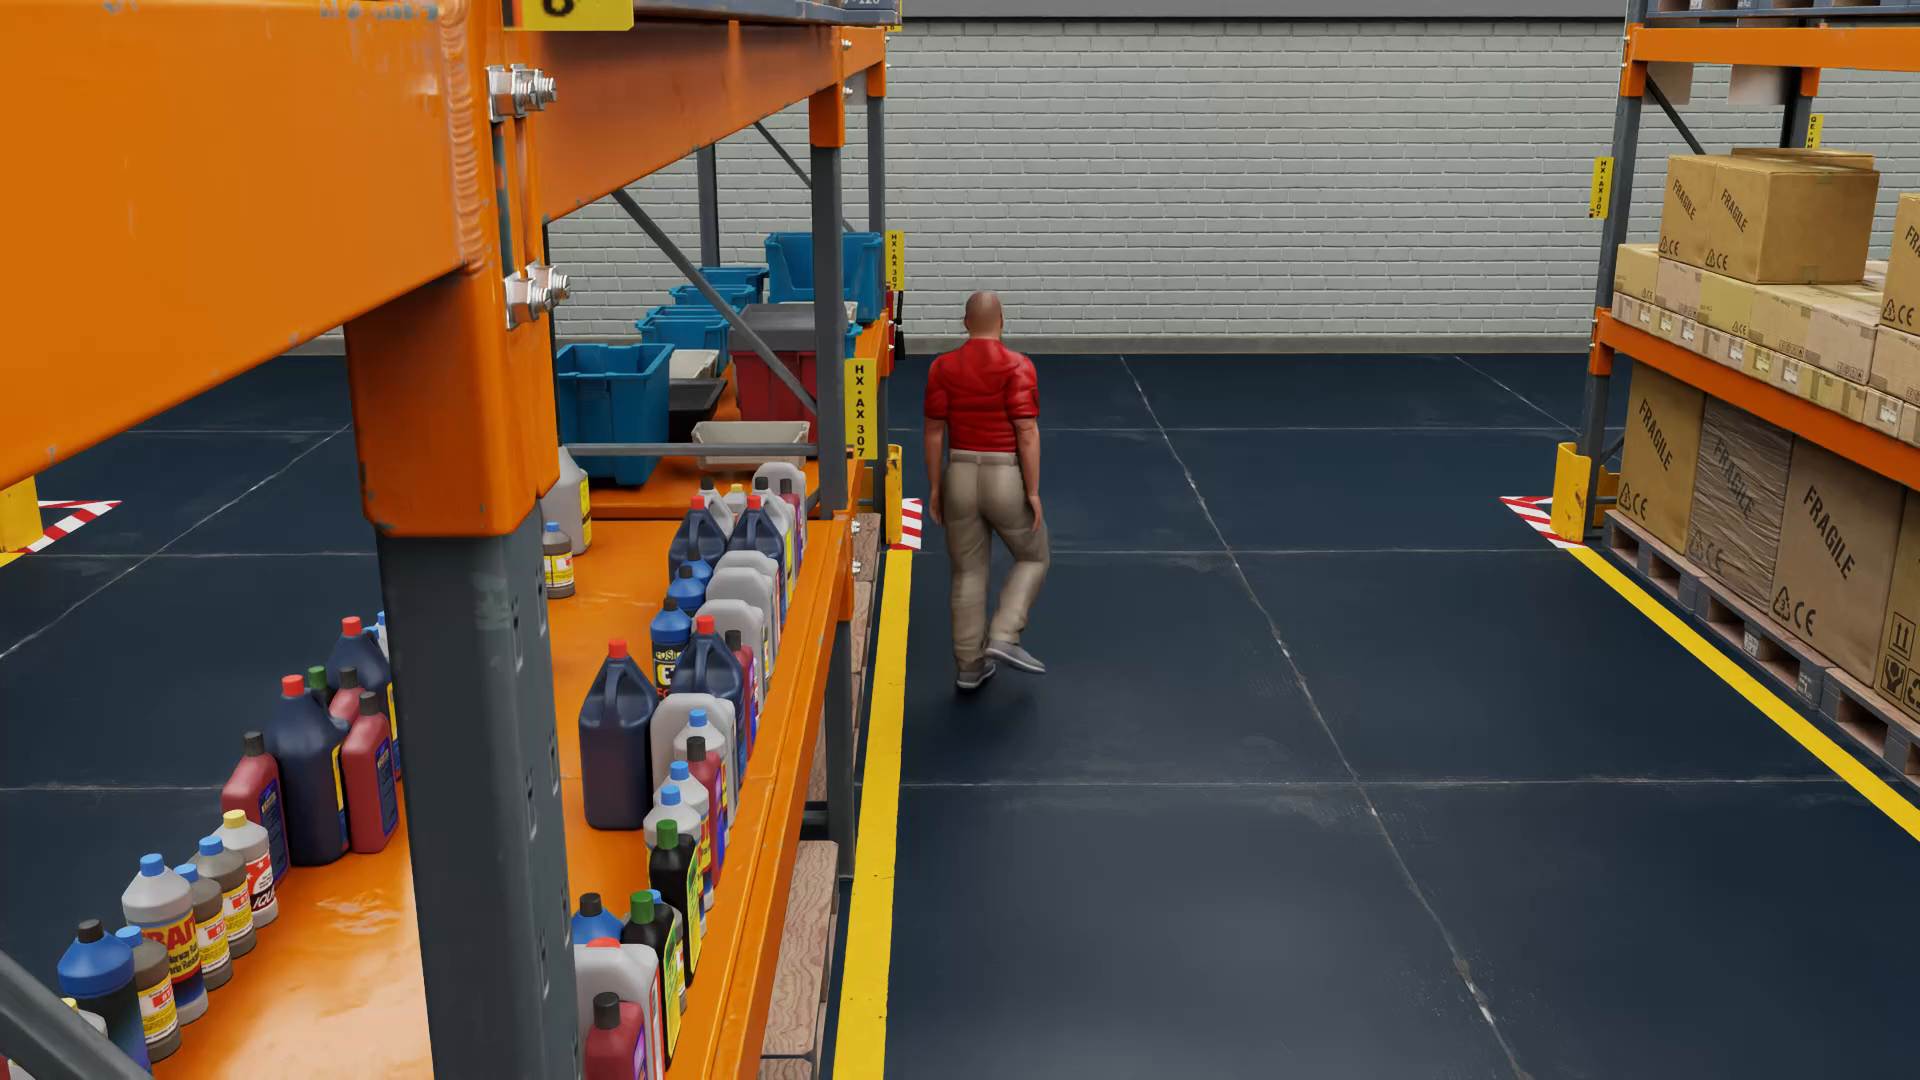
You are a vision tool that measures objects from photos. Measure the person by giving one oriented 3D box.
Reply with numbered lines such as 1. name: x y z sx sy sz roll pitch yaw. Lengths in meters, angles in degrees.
1. person: 0.112 -0.210 7.214 0.584 1.714 0.478 6 18 19
